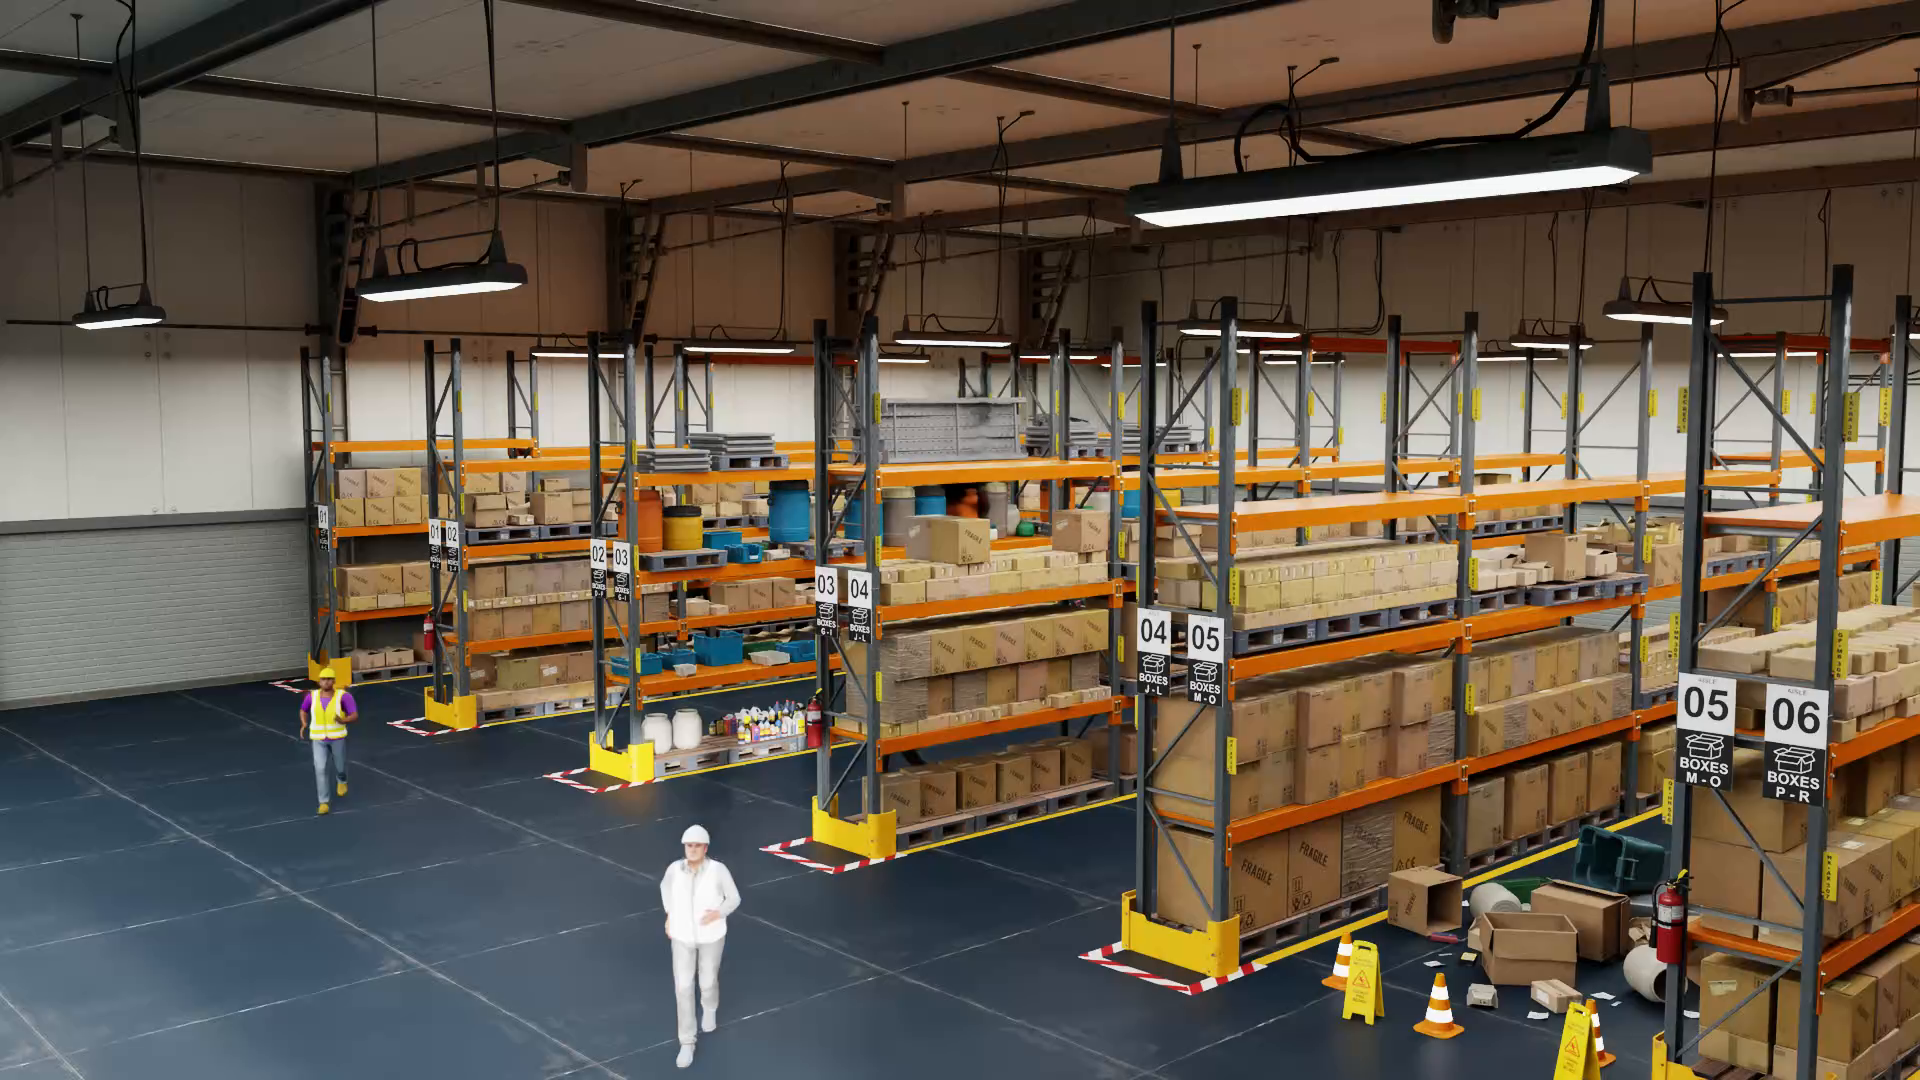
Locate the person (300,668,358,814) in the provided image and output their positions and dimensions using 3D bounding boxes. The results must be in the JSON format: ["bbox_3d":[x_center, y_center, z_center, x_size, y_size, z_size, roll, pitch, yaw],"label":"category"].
[{"bbox_3d":[-7.848,2.462,20.678,0.711,1.748,0.954,-1,5,-13],"label":"person"}]

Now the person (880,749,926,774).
[{"bbox_3d":[-0.828,2.392,21.570,0.698,1.678,1.053,4,6,36],"label":"person"}]

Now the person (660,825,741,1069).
[{"bbox_3d":[-2.050,3.123,13.107,0.653,1.792,0.879,0,5,-4],"label":"person"}]
